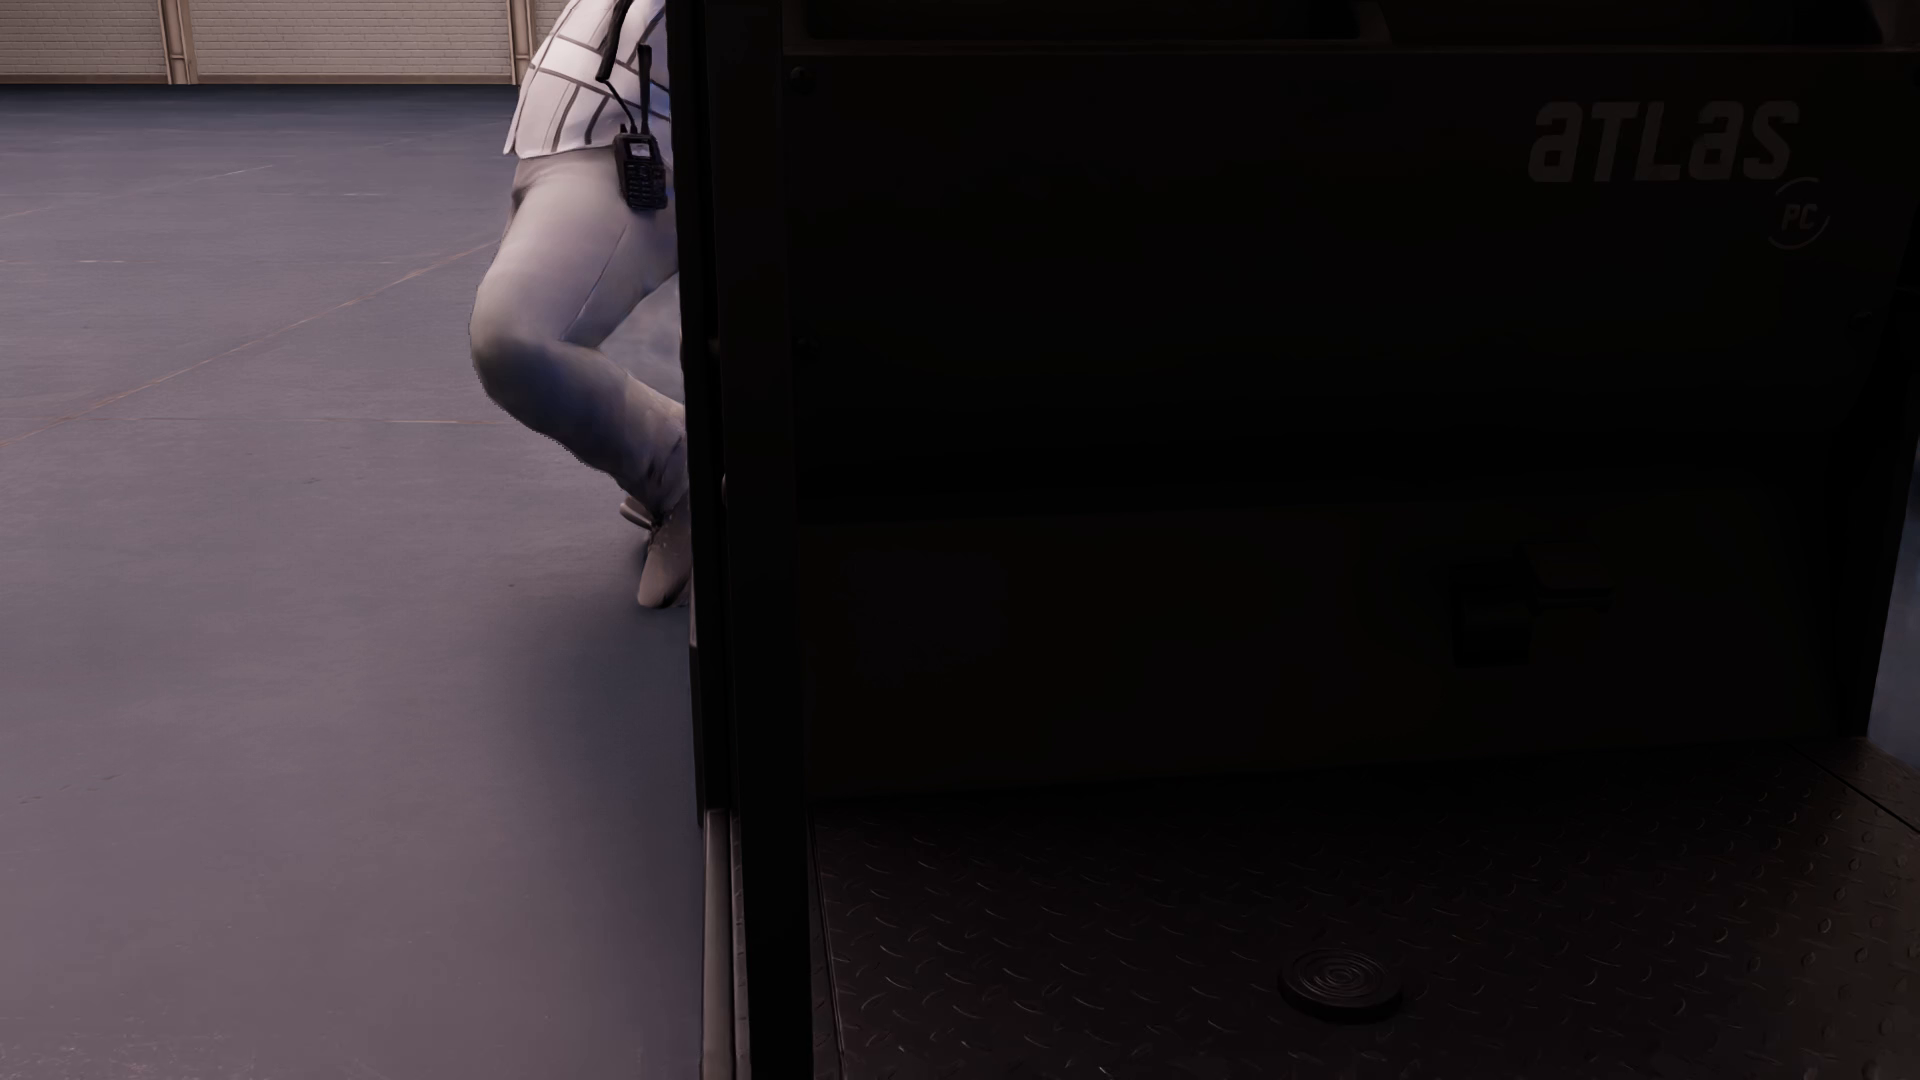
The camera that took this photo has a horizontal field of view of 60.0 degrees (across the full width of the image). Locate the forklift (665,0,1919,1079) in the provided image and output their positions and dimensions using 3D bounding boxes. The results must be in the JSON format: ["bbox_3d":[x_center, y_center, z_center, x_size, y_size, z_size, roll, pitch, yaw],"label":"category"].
[{"bbox_3d":[0.347,-0.790,0.972,1.130,2.935,3.031,-2,17,-8],"label":"forklift"}]

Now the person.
[{"bbox_3d":[-0.477,-0.697,2.905,0.845,1.684,1.048,-9,19,-27],"label":"person"}]
